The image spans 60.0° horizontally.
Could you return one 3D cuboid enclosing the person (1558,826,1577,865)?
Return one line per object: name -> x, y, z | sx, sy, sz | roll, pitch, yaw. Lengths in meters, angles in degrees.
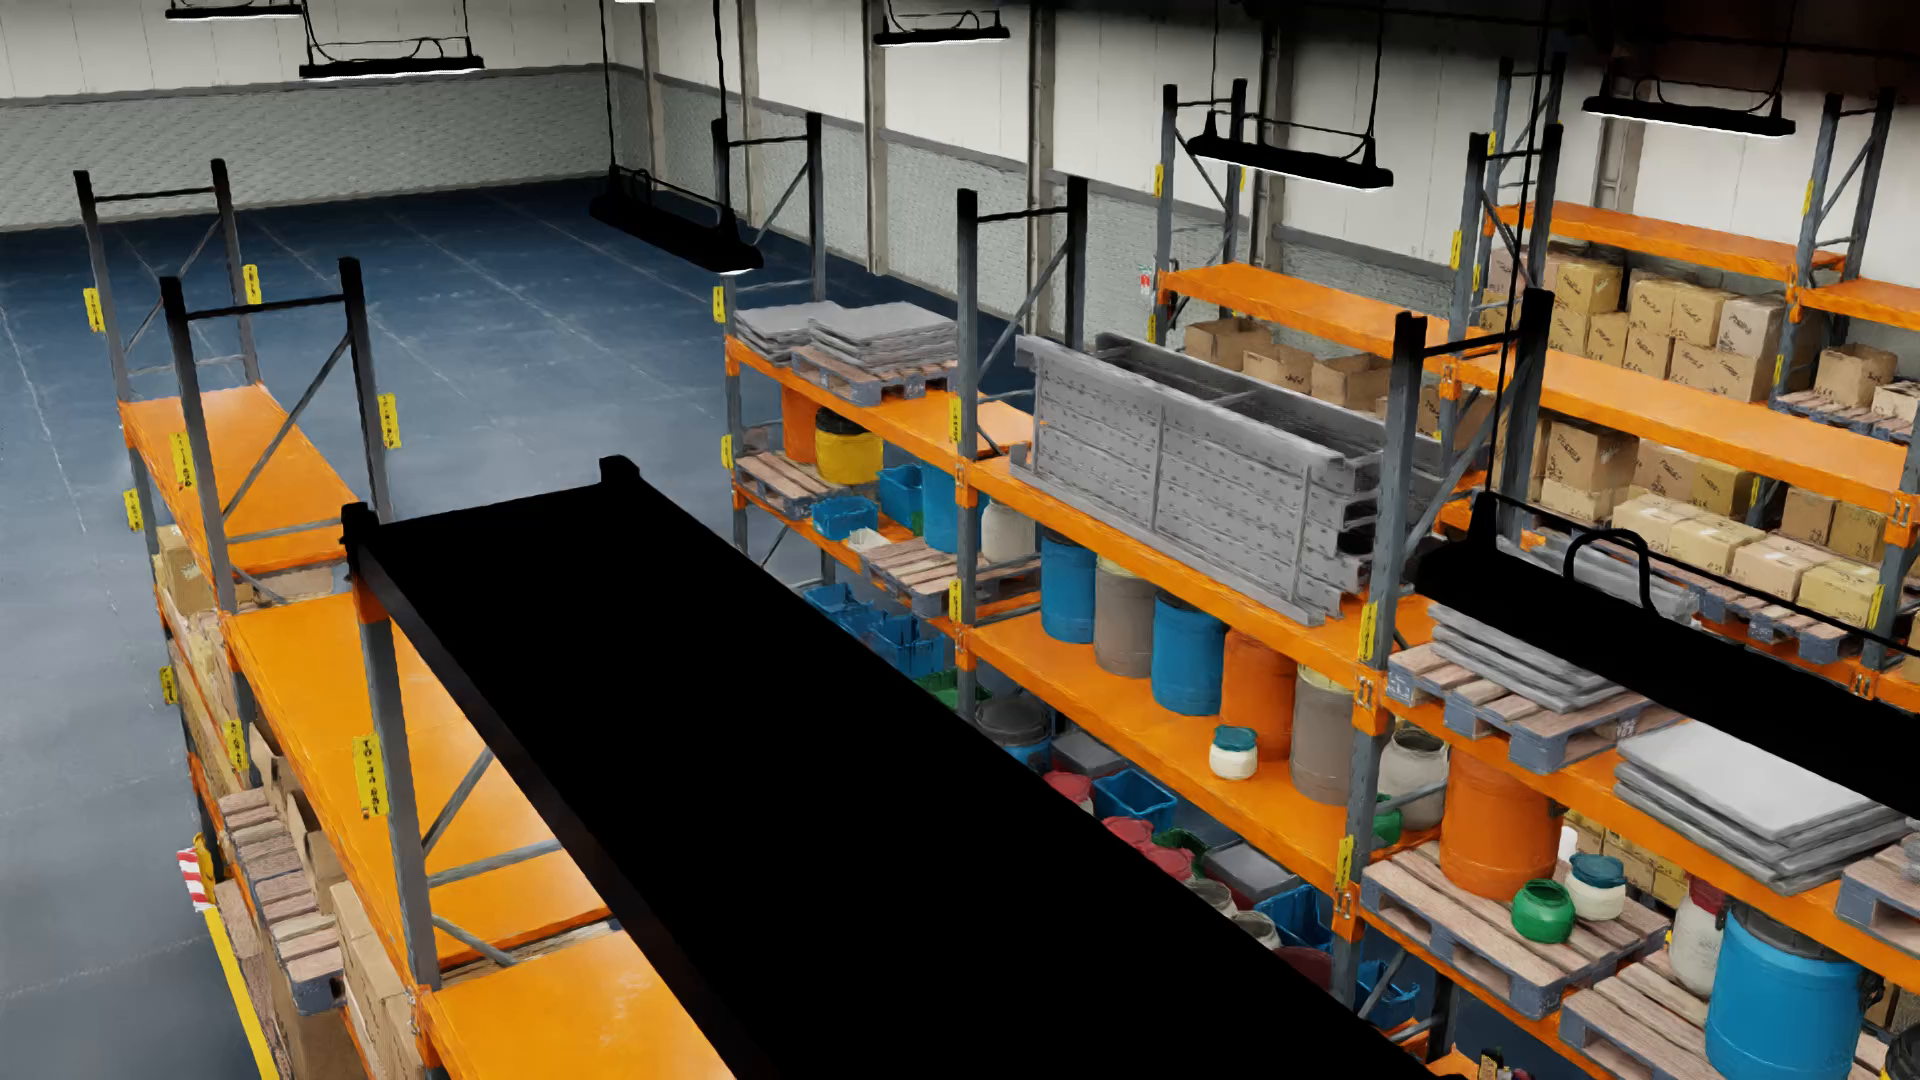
person -> 4.304, 2.675, 12.383 | 0.601, 1.696, 1.185 | -14, 26, -31
